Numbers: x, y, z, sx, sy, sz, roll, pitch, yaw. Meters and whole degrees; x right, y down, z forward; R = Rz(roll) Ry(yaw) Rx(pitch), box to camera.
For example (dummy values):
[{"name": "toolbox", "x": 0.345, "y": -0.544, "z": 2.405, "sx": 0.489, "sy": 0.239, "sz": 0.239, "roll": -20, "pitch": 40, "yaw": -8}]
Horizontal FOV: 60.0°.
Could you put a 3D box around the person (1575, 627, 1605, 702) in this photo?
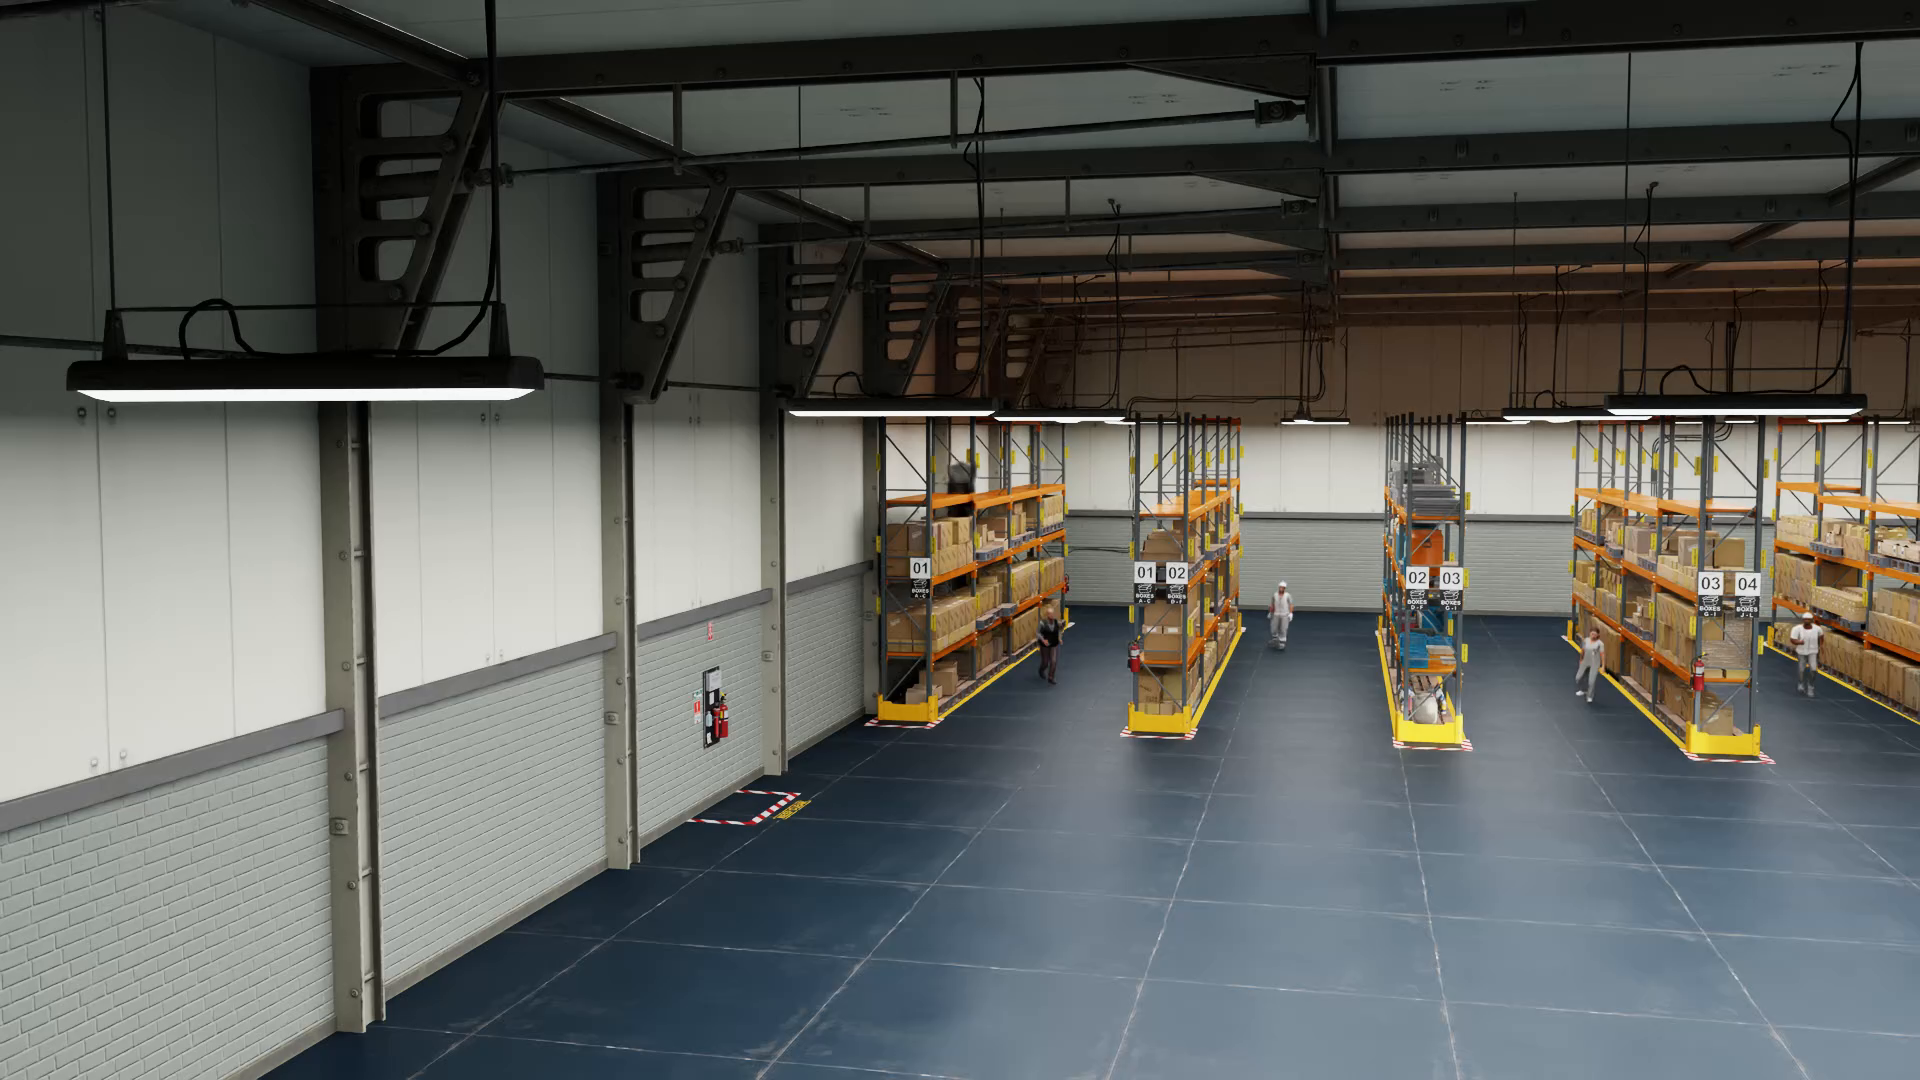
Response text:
[{"name": "person", "x": 13.137, "y": 2.574, "z": 34.585, "sx": 0.713, "sy": 1.596, "sz": 0.592, "roll": 3, "pitch": 5, "yaw": 42}]

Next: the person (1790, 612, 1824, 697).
[{"name": "person", "x": 18.094, "y": 2.444, "z": 35.515, "sx": 0.684, "sy": 1.812, "sz": 0.823, "roll": 1, "pitch": 4, "yaw": 19}]

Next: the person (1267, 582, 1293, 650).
[{"name": "person", "x": 8.270, "y": 1.940, "z": 42.858, "sx": 0.710, "sy": 1.754, "sz": 0.684, "roll": 2, "pitch": 4, "yaw": 22}]

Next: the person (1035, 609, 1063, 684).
[{"name": "person", "x": 1.968, "y": 2.370, "z": 37.314, "sx": 0.662, "sy": 1.676, "sz": 0.786, "roll": -1, "pitch": 4, "yaw": -15}]
